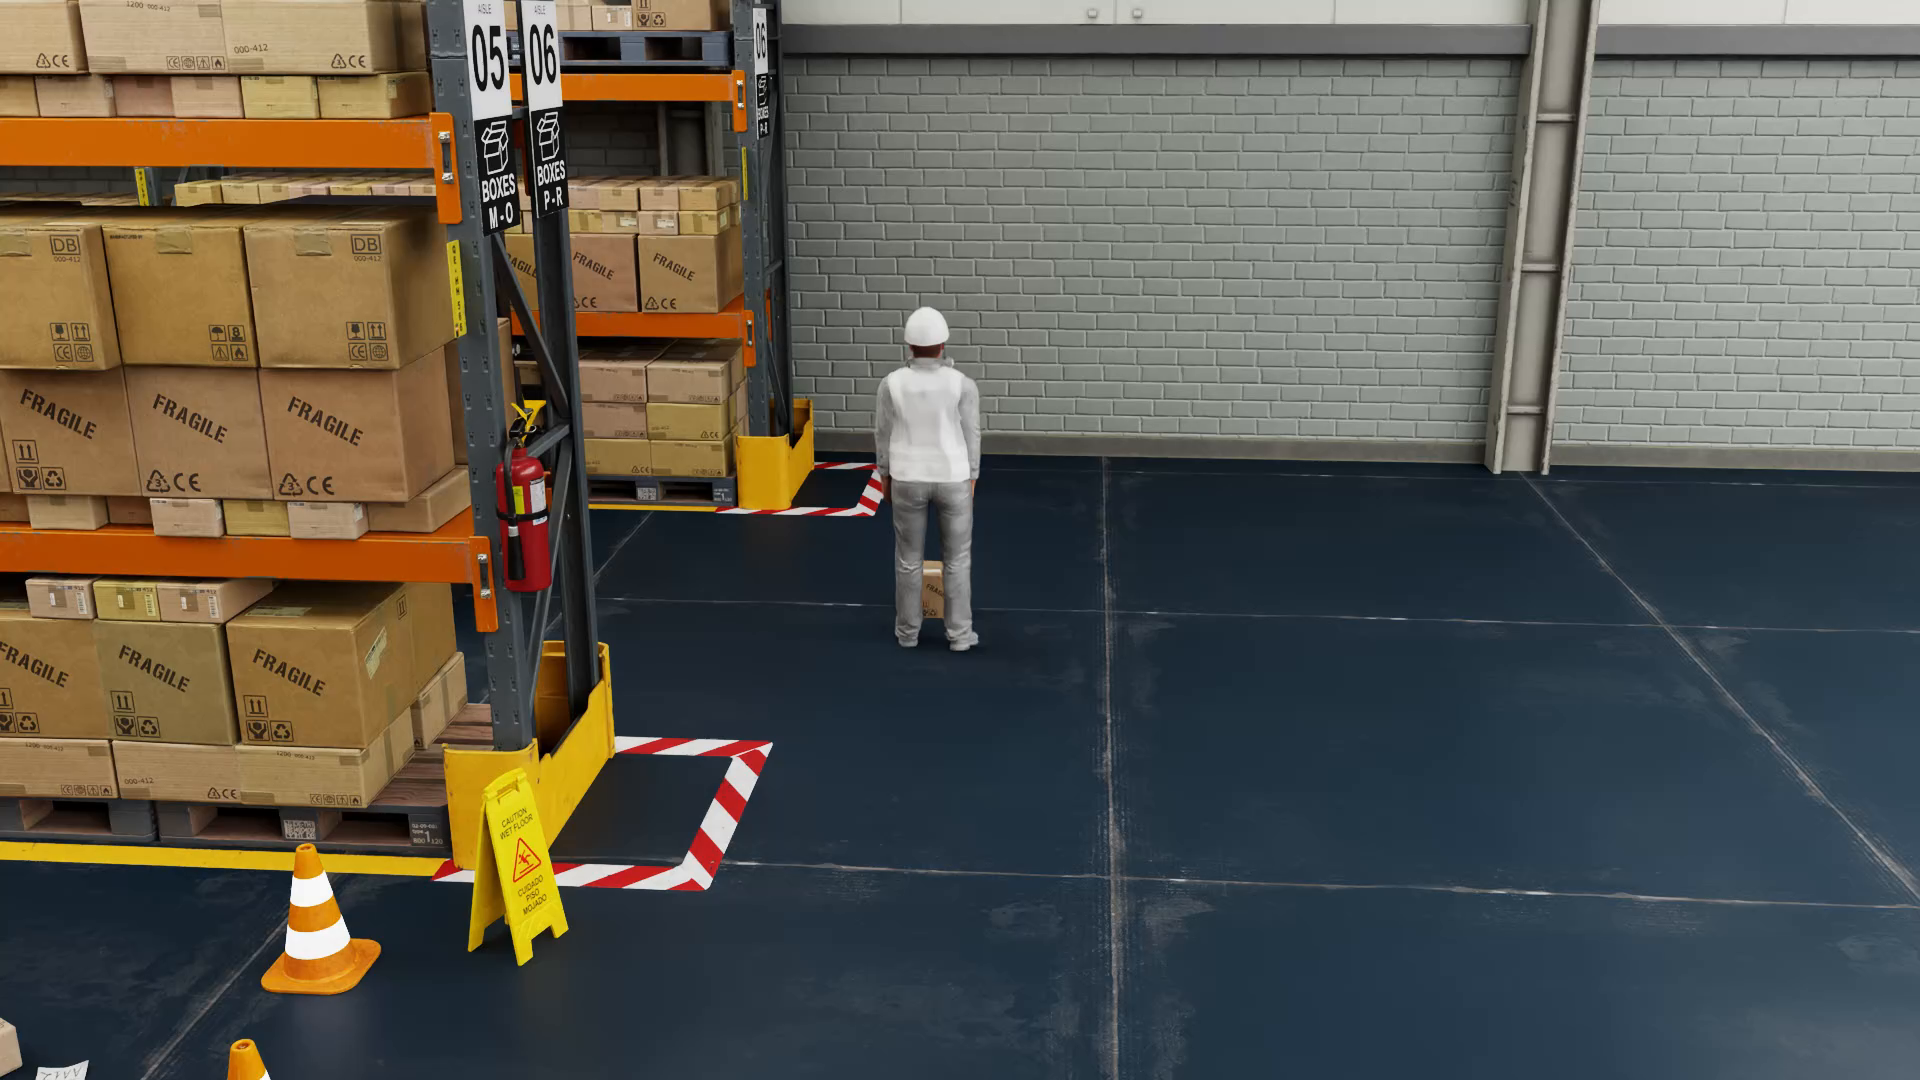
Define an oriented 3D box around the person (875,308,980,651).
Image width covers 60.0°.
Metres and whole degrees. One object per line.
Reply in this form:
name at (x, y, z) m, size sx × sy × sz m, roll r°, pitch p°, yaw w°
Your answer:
person at (-0.161, -0.304, 8.504) m, size 0.537 × 1.782 × 0.357 m, roll 2°, pitch 17°, yaw 5°
